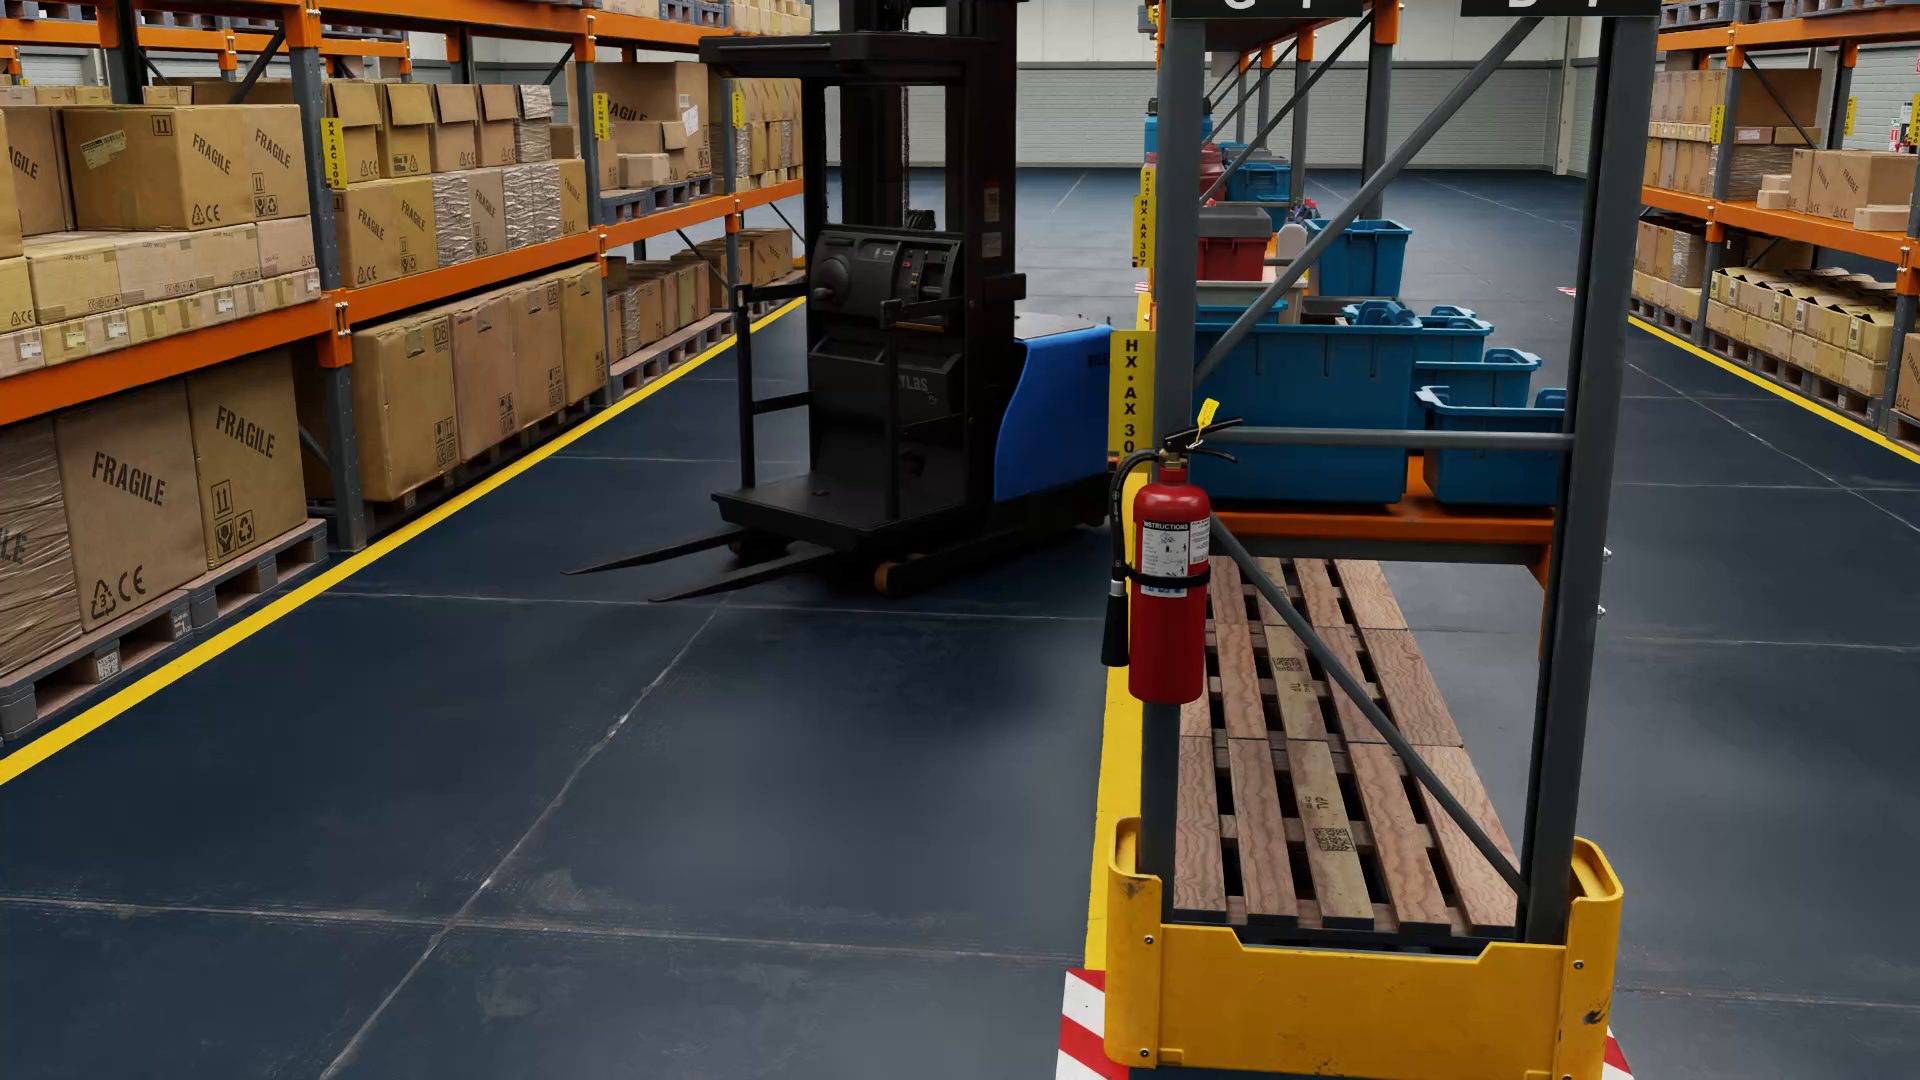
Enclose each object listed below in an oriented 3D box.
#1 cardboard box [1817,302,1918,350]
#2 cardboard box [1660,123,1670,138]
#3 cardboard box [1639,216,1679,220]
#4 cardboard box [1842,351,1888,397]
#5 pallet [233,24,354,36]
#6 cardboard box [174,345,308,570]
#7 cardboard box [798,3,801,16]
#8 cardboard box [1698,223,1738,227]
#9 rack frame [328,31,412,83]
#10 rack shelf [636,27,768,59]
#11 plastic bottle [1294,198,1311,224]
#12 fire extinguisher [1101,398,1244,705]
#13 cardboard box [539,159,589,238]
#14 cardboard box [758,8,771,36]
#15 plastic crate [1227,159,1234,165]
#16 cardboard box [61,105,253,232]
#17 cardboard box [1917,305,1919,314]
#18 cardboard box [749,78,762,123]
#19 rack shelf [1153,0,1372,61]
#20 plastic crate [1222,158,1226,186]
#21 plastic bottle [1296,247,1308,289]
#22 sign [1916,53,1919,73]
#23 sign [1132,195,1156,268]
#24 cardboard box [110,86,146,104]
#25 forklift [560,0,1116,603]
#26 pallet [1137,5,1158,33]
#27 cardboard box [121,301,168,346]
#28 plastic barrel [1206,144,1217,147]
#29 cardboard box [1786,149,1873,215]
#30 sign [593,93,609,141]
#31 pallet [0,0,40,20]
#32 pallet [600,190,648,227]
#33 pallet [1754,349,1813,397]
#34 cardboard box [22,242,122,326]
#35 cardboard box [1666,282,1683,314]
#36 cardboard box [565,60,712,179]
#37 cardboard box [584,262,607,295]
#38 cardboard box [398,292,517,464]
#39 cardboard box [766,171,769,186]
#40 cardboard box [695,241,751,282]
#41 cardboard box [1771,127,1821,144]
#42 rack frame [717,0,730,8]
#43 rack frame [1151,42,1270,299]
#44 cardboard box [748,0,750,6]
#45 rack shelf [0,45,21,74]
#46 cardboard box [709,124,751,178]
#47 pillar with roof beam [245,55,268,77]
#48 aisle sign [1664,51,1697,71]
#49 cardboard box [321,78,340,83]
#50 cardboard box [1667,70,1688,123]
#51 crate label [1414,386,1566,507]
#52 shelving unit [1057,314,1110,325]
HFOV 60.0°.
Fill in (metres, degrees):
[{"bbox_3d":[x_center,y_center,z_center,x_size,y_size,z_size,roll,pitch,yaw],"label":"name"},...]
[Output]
[{"bbox_3d":[6.626,-1.572,12.119,0.500,0.311,0.500,1,15,5],"label":"cardboard box"},{"bbox_3d":[7.229,-4.090,16.608,0.380,0.149,0.250,2,15,7],"label":"cardboard box"},{"bbox_3d":[7.326,-3.198,17.770,0.500,0.500,0.500,2,15,6],"label":"cardboard box"},{"bbox_3d":[6.576,-1.167,11.695,0.500,0.250,0.500,2,15,8],"label":"cardboard box"},{"bbox_3d":[-7.306,-5.583,17.987,1.003,0.211,1.213,2,15,6],"label":"pallet"},{"bbox_3d":[-3.689,-0.412,7.704,0.875,0.875,0.875,2,15,6],"label":"cardboard box"},{"bbox_3d":[-1.970,-5.864,18.380,0.380,0.149,0.250,1,15,4],"label":"cardboard box"},{"bbox_3d":[7.741,-2.923,16.752,0.500,0.500,0.500,2,15,6],"label":"cardboard box"},{"bbox_3d":[-7.098,-4.688,20.253,1.000,3.000,0.127,2,15,6],"label":"rack frame"},{"bbox_3d":[-2.407,-5.098,17.400,1.077,0.370,4.000,2,15,6],"label":"rack shelf"},{"bbox_3d":[2.028,-1.817,9.731,0.144,0.351,0.185,2,15,6],"label":"plastic bottle"},{"bbox_3d":[0.466,0.023,3.693,0.296,0.674,0.183,2,15,6],"label":"fire extinguisher"},{"bbox_3d":[-2.893,-2.354,11.429,0.500,0.500,0.500,2,15,8],"label":"cardboard box"},{"bbox_3d":[-2.206,-5.229,16.794,0.500,0.250,0.500,1,15,4],"label":"cardboard box"},{"bbox_3d":[2.474,-3.030,14.150,0.392,0.384,0.575,2,15,6],"label":"plastic crate"},{"bbox_3d":[-3.382,-1.580,7.039,0.500,0.500,0.500,2,15,7],"label":"cardboard box"},{"bbox_3d":[7.161,-1.558,12.066,0.500,0.311,0.500,1,15,5],"label":"cardboard box"},{"bbox_3d":[-2.274,-4.392,16.481,0.500,0.500,0.500,2,15,6],"label":"cardboard box"},{"bbox_3d":[1.612,-2.877,9.187,1.077,0.370,4.000,2,15,6],"label":"rack shelf"},{"bbox_3d":[2.474,-3.435,15.736,0.767,0.338,0.504,2,15,6],"label":"plastic crate"},{"bbox_3d":[1.732,-1.364,8.342,0.097,0.201,0.097,0,15,0],"label":"plastic bottle"},{"bbox_3d":[14.458,-7.185,25.047,0.001,0.298,0.199,2,15,6],"label":"sign"},{"bbox_3d":[0.840,-1.408,7.592,0.100,0.325,0.005,2,15,6],"label":"sign"},{"bbox_3d":[-7.713,-3.788,14.818,0.700,0.500,0.500,2,15,7],"label":"cardboard box"},{"bbox_3d":[-0.505,-1.299,7.851,1.130,2.935,3.031,13,20,40],"label":"forklift"},{"bbox_3d":[2.273,-4.879,15.576,1.213,0.211,1.003,2,15,6],"label":"pallet"},{"bbox_3d":[-3.389,-0.860,6.578,0.380,0.149,0.250,1,15,5],"label":"cardboard box"},{"bbox_3d":[1.880,-2.966,13.625,0.433,0.535,0.433,0,15,0],"label":"plastic barrel"},{"bbox_3d":[7.048,-2.899,13.443,0.500,0.500,0.500,3,15,10],"label":"cardboard box"},{"bbox_3d":[-2.532,-2.984,11.734,0.100,0.325,0.005,2,15,6],"label":"sign"},{"bbox_3d":[-7.981,-4.139,12.836,1.213,0.211,1.003,2,15,9],"label":"pallet"},{"bbox_3d":[-3.109,-2.536,12.663,1.213,0.211,1.003,2,15,6],"label":"pallet"},{"bbox_3d":[7.031,-1.330,13.176,1.003,0.211,1.213,2,15,6],"label":"pallet"},{"bbox_3d":[-3.498,-0.954,6.163,0.500,0.250,0.500,1,15,5],"label":"cardboard box"},{"bbox_3d":[7.112,-2.317,15.948,0.500,0.250,0.500,2,15,6],"label":"cardboard box"},{"bbox_3d":[-2.861,-3.769,14.899,1.000,1.000,1.000,2,15,7],"label":"cardboard box"},{"bbox_3d":[-3.038,-1.983,12.759,0.500,0.250,0.500,2,15,9],"label":"cardboard box"},{"bbox_3d":[-3.383,-0.979,9.802,1.225,0.875,0.875,1,15,4],"label":"cardboard box"},{"bbox_3d":[-2.193,-3.729,17.187,0.380,0.149,0.250,2,15,6],"label":"cardboard box"},{"bbox_3d":[-2.498,-2.889,17.584,0.500,0.500,0.500,0,15,1],"label":"cardboard box"},{"bbox_3d":[7.433,-3.611,14.836,0.380,0.149,0.250,2,15,6],"label":"cardboard box"},{"bbox_3d":[-2.632,-6.374,14.996,1.000,3.000,0.127,2,15,6],"label":"rack frame"},{"bbox_3d":[2.289,-3.332,15.240,1.000,3.000,0.127,2,15,6],"label":"rack frame"},{"bbox_3d":[-2.290,-5.327,16.395,0.380,0.149,0.250,2,15,8],"label":"cardboard box"},{"bbox_3d":[-12.253,-5.390,18.479,1.077,0.370,4.000,2,15,6],"label":"rack shelf"},{"bbox_3d":[-2.520,-3.785,16.152,0.875,0.500,0.500,2,15,6],"label":"cardboard box"},{"bbox_3d":[-11.626,-12.237,36.676,9.100,9.000,0.400,2,15,6],"label":"pillar with roof beam"},{"bbox_3d":[7.961,-5.486,18.225,0.394,0.787,0.004,2,15,6],"label":"aisle sign"},{"bbox_3d":[-7.277,-4.759,18.158,0.875,0.550,0.500,2,15,6],"label":"cardboard box"},{"bbox_3d":[7.424,-4.366,16.385,0.700,0.500,0.500,2,15,6],"label":"cardboard box"},{"bbox_3d":[1.290,-0.223,3.945,0.416,0.233,0.303,2,15,6],"label":"crate label"},{"bbox_3d":[0.658,-0.726,9.301,0.215,1.050,0.252,10,13,32],"label":"shelving unit"}]
